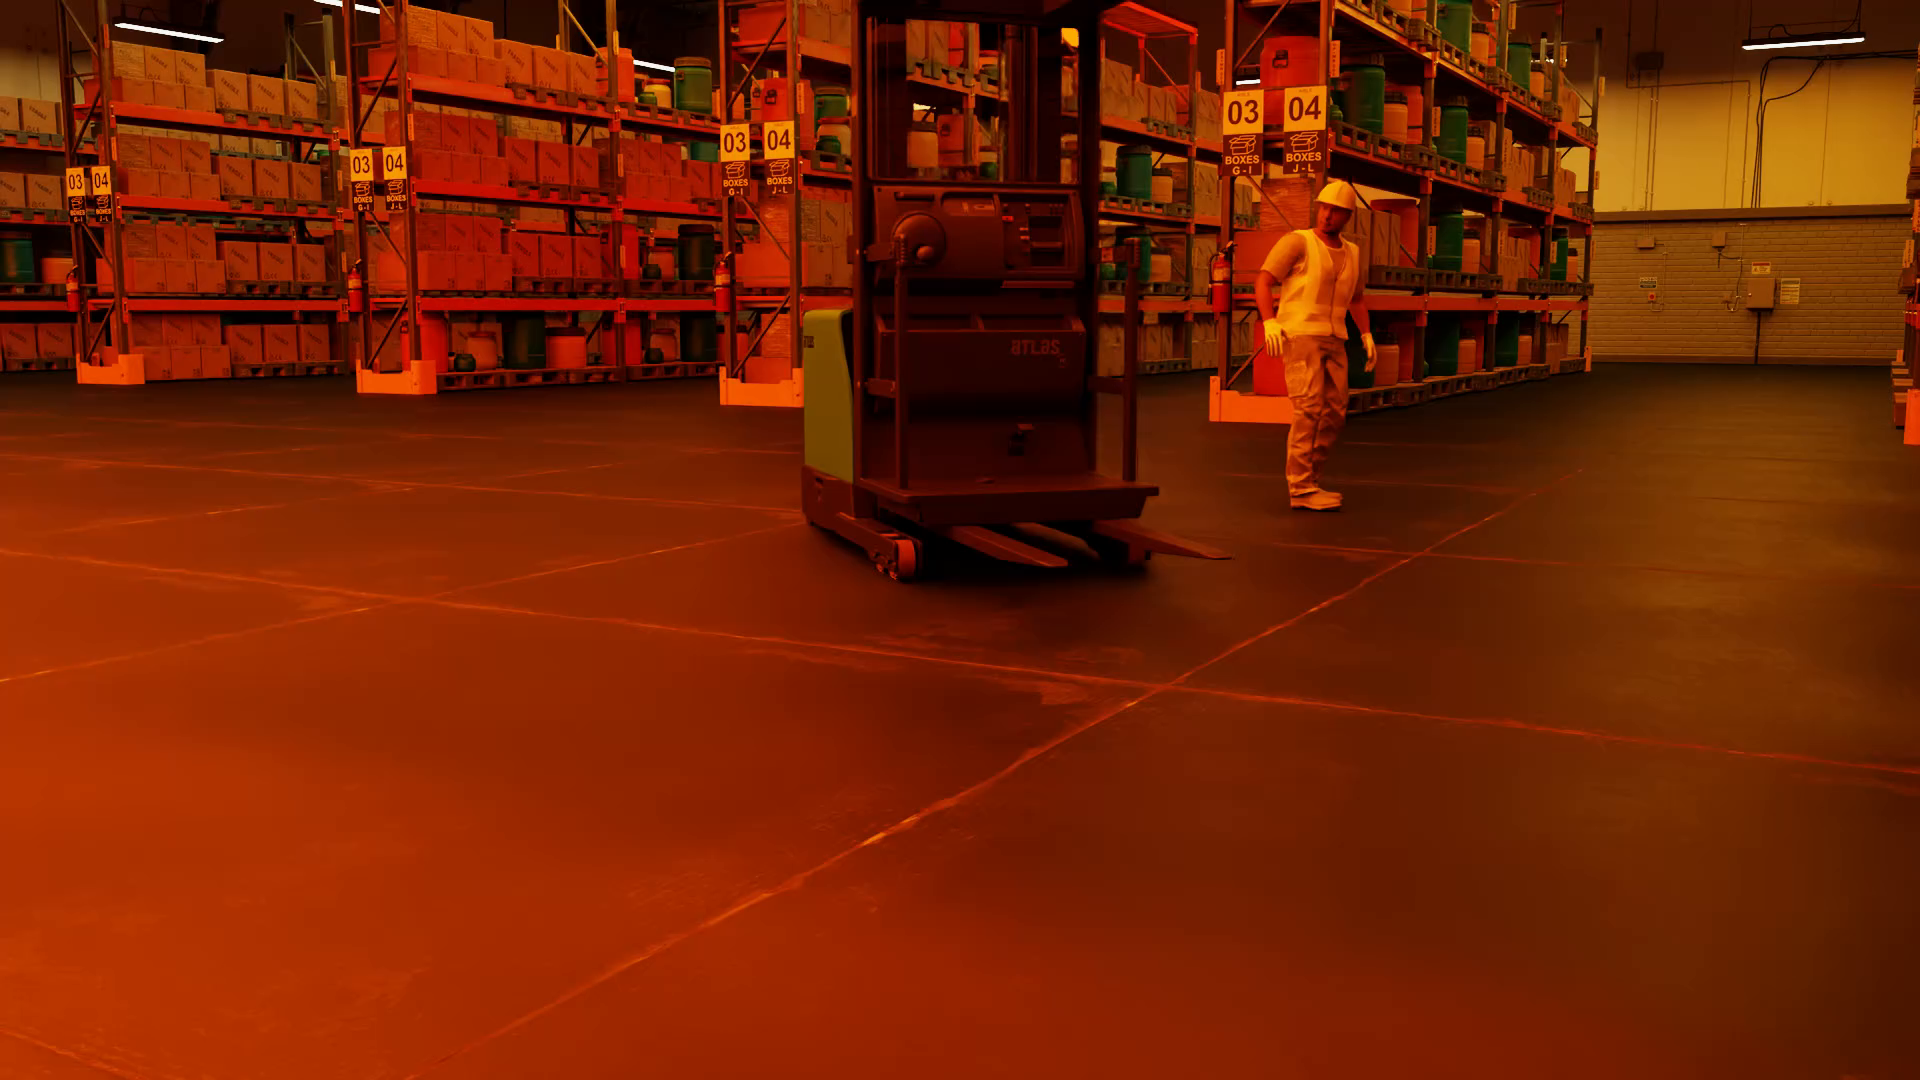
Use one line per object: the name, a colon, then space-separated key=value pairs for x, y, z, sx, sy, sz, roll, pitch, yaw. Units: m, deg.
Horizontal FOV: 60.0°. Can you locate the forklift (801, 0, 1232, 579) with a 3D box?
forklift: x=0.154 y=-1.354 z=6.903 sx=1.130 sy=2.935 sz=3.031 roll=-3 pitch=8 yaw=-18

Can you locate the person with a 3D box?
person: x=1.993 y=-1.059 z=9.051 sx=0.786 sy=1.761 sz=0.514 roll=-6 pitch=10 yaw=-36
